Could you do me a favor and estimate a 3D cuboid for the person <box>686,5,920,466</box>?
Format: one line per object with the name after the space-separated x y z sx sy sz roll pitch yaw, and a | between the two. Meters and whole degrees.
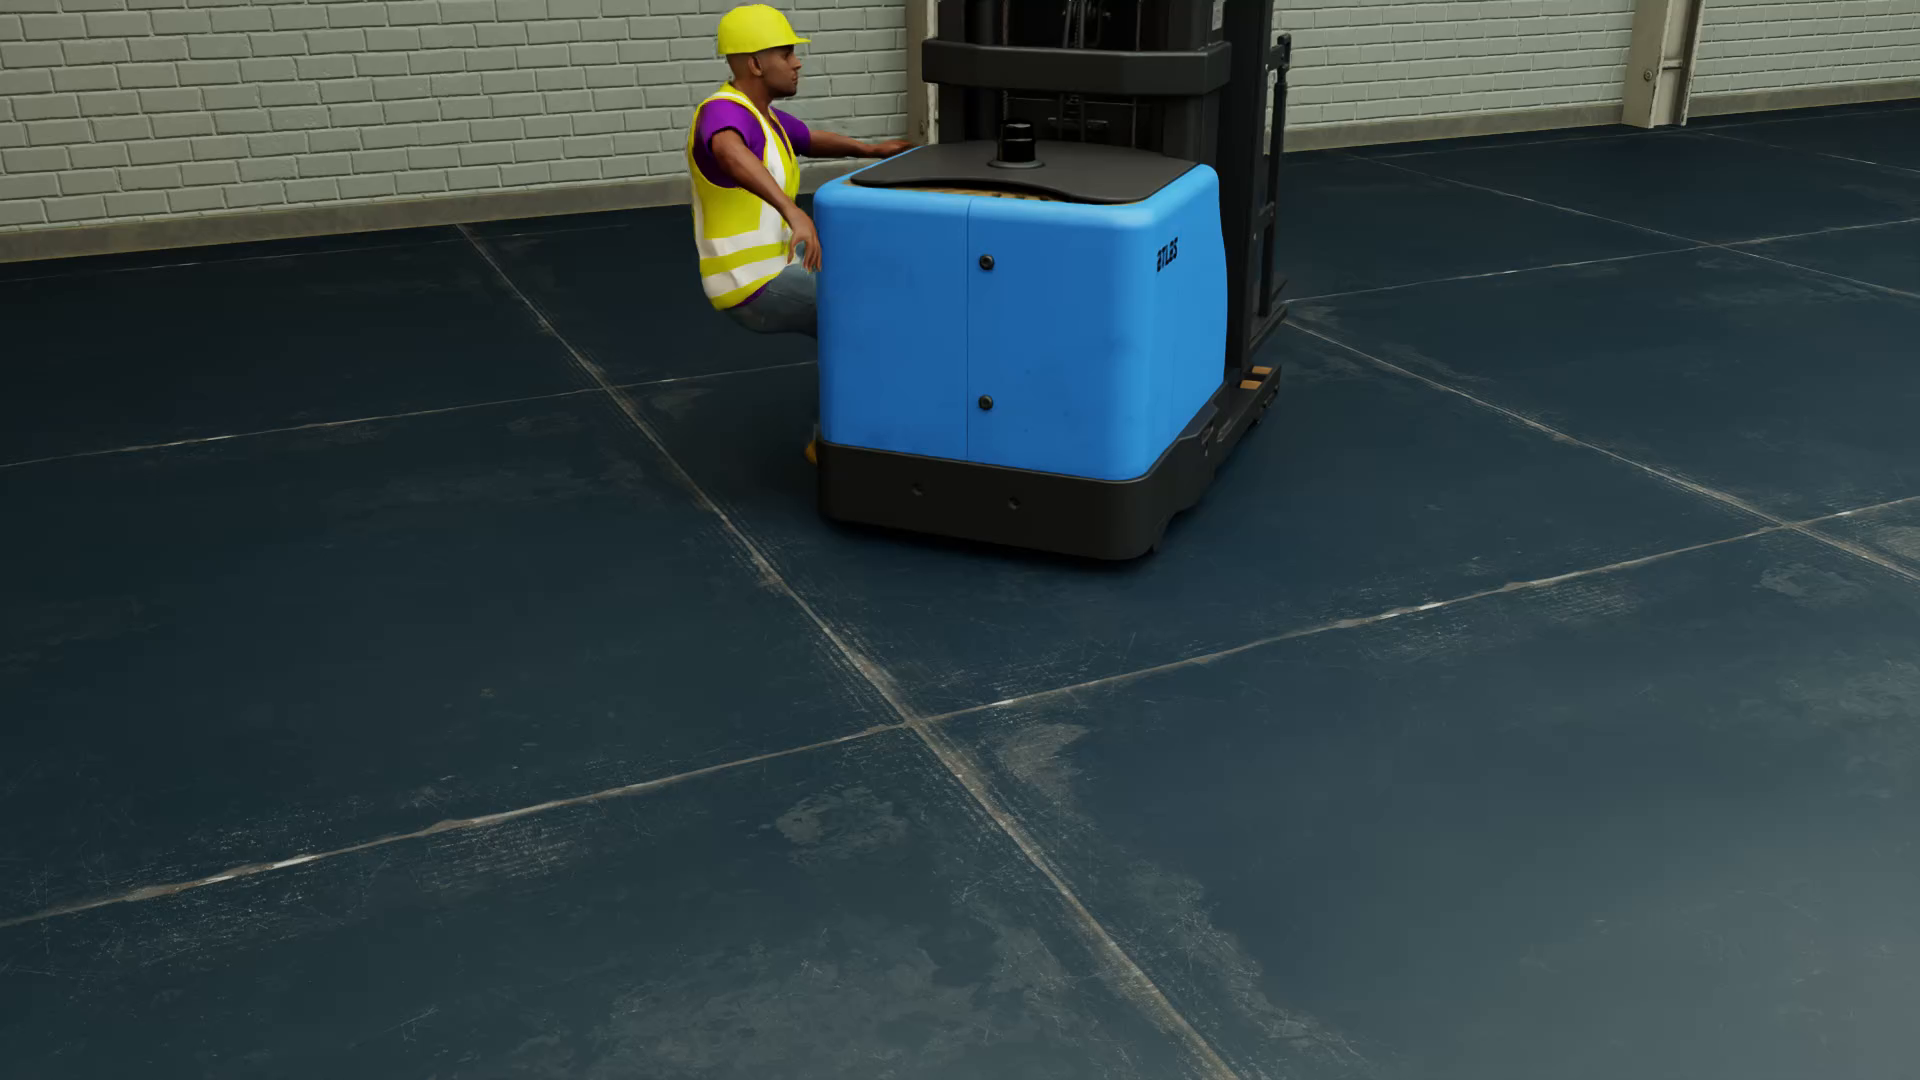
-0.411 -0.908 5.268 0.863 1.491 1.108 -2 23 -4 | person

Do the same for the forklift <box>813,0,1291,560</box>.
0.574 -1.830 5.691 1.130 2.935 3.031 9 24 20 | forklift
